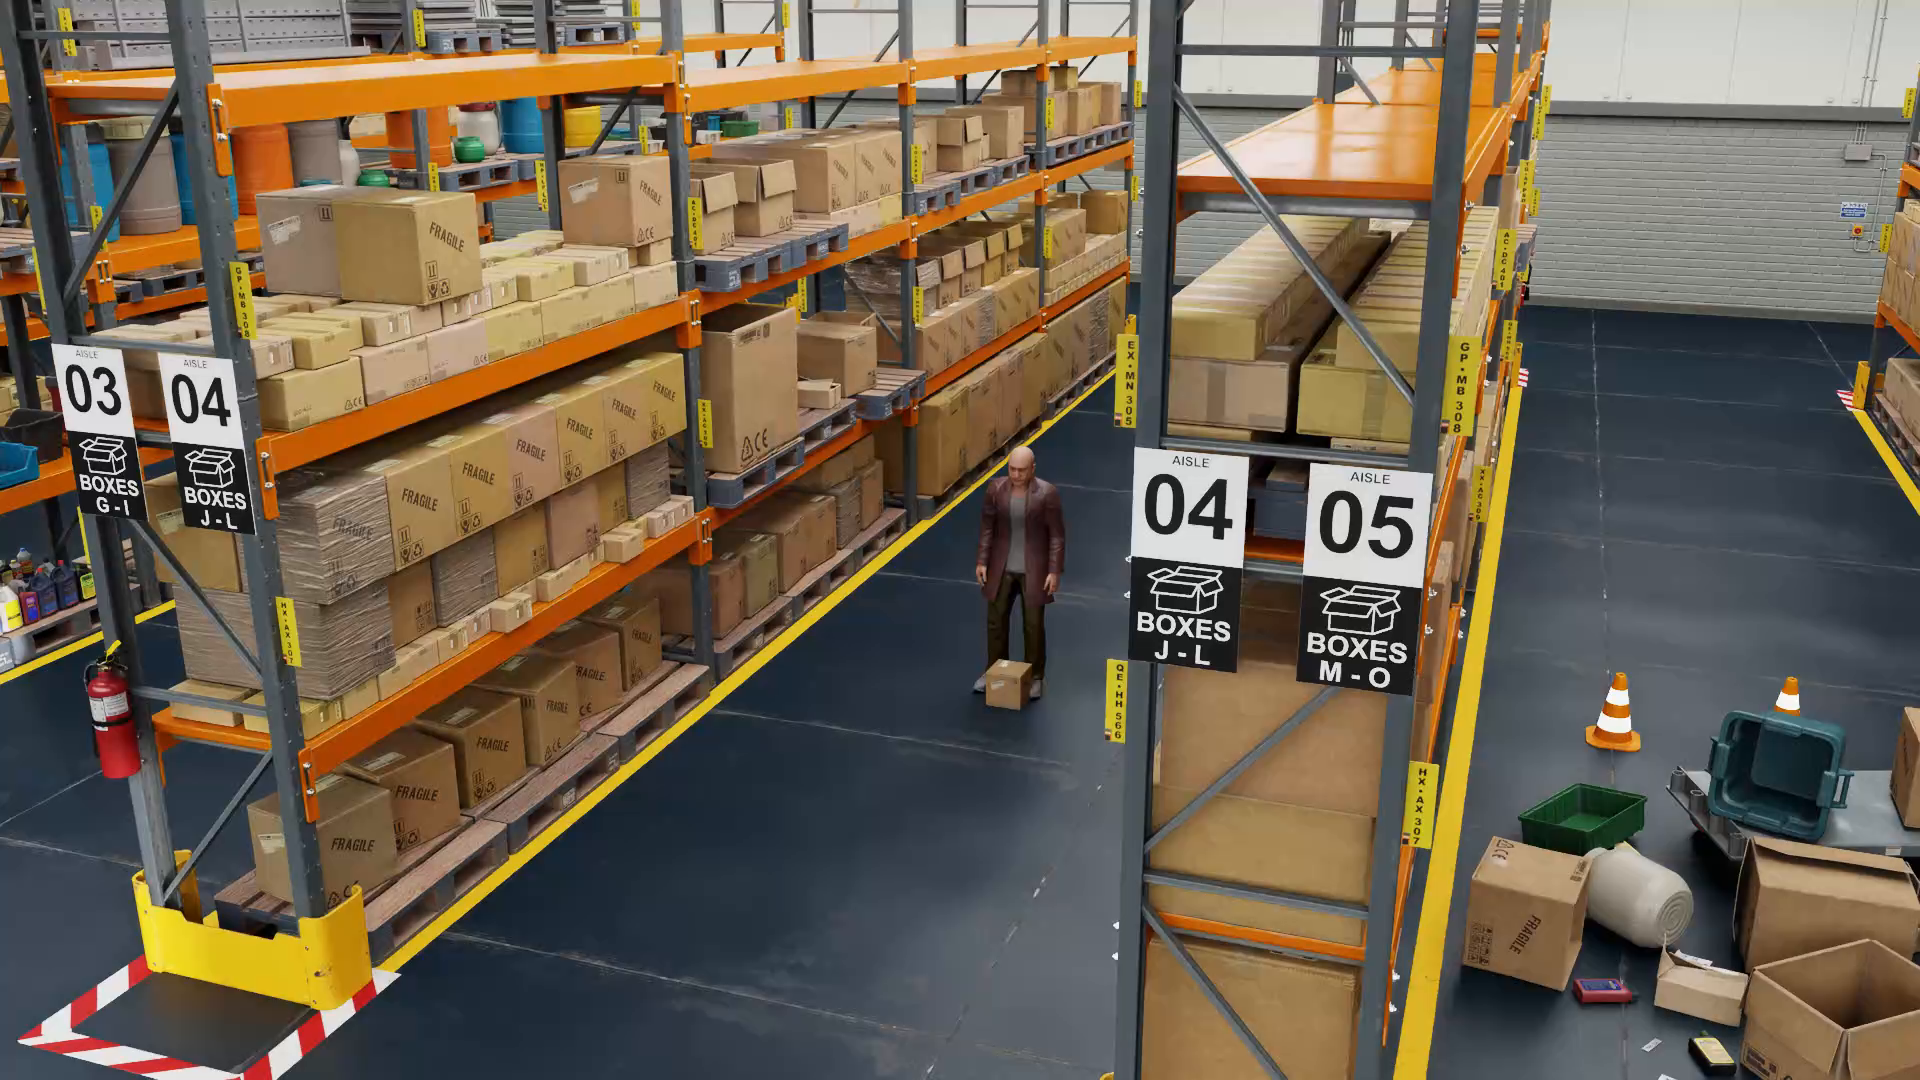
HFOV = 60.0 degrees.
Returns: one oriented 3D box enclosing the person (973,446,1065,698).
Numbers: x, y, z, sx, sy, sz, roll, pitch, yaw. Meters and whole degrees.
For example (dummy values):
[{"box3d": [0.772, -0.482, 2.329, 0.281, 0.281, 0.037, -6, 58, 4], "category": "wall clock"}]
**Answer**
[{"box3d": [0.410, 0.201, 11.477, 0.642, 1.774, 0.423, 6, 19, 18], "category": "person"}]
